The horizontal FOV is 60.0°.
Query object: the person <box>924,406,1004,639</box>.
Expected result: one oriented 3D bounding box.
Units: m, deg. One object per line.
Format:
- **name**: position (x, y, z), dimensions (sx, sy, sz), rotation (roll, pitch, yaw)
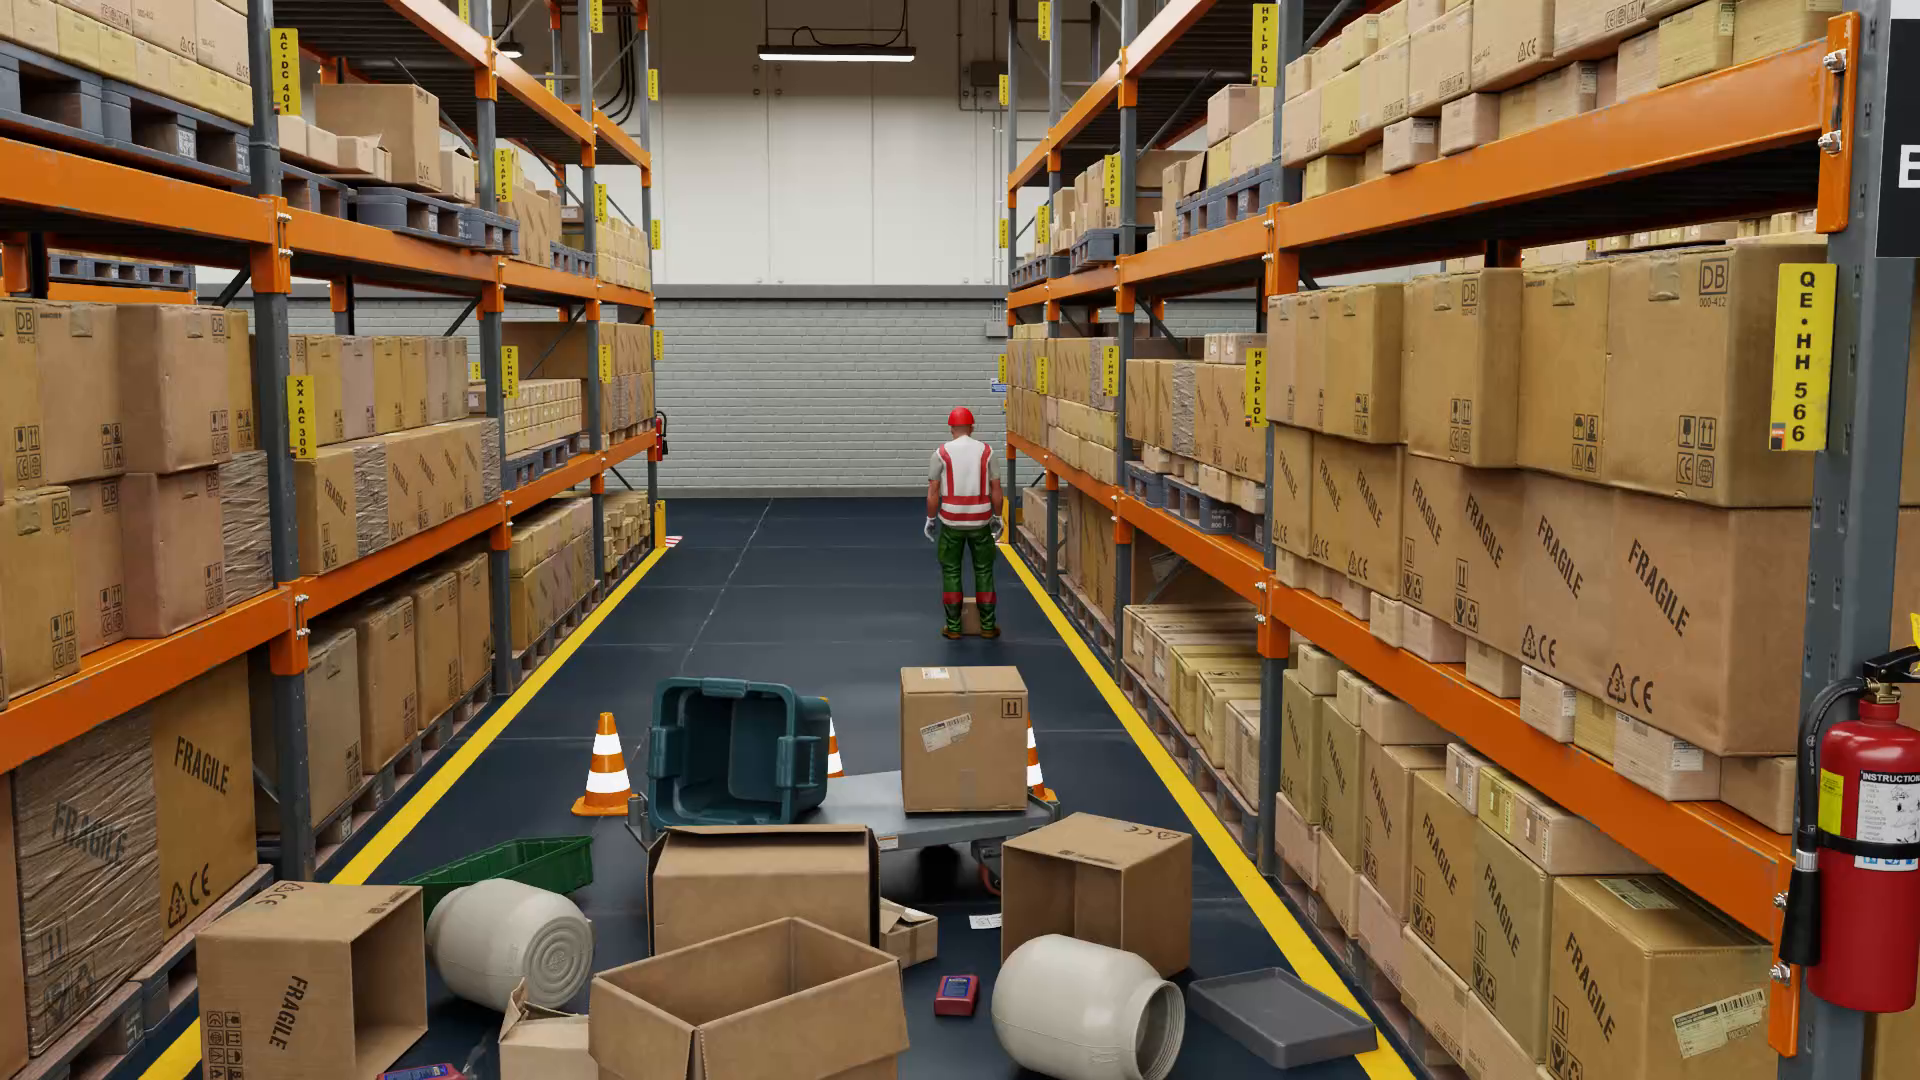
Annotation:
- **person**: position (0.037, -0.135, 12.808), dimensions (0.623, 1.780, 0.446), rotation (-1, 7, -6)
